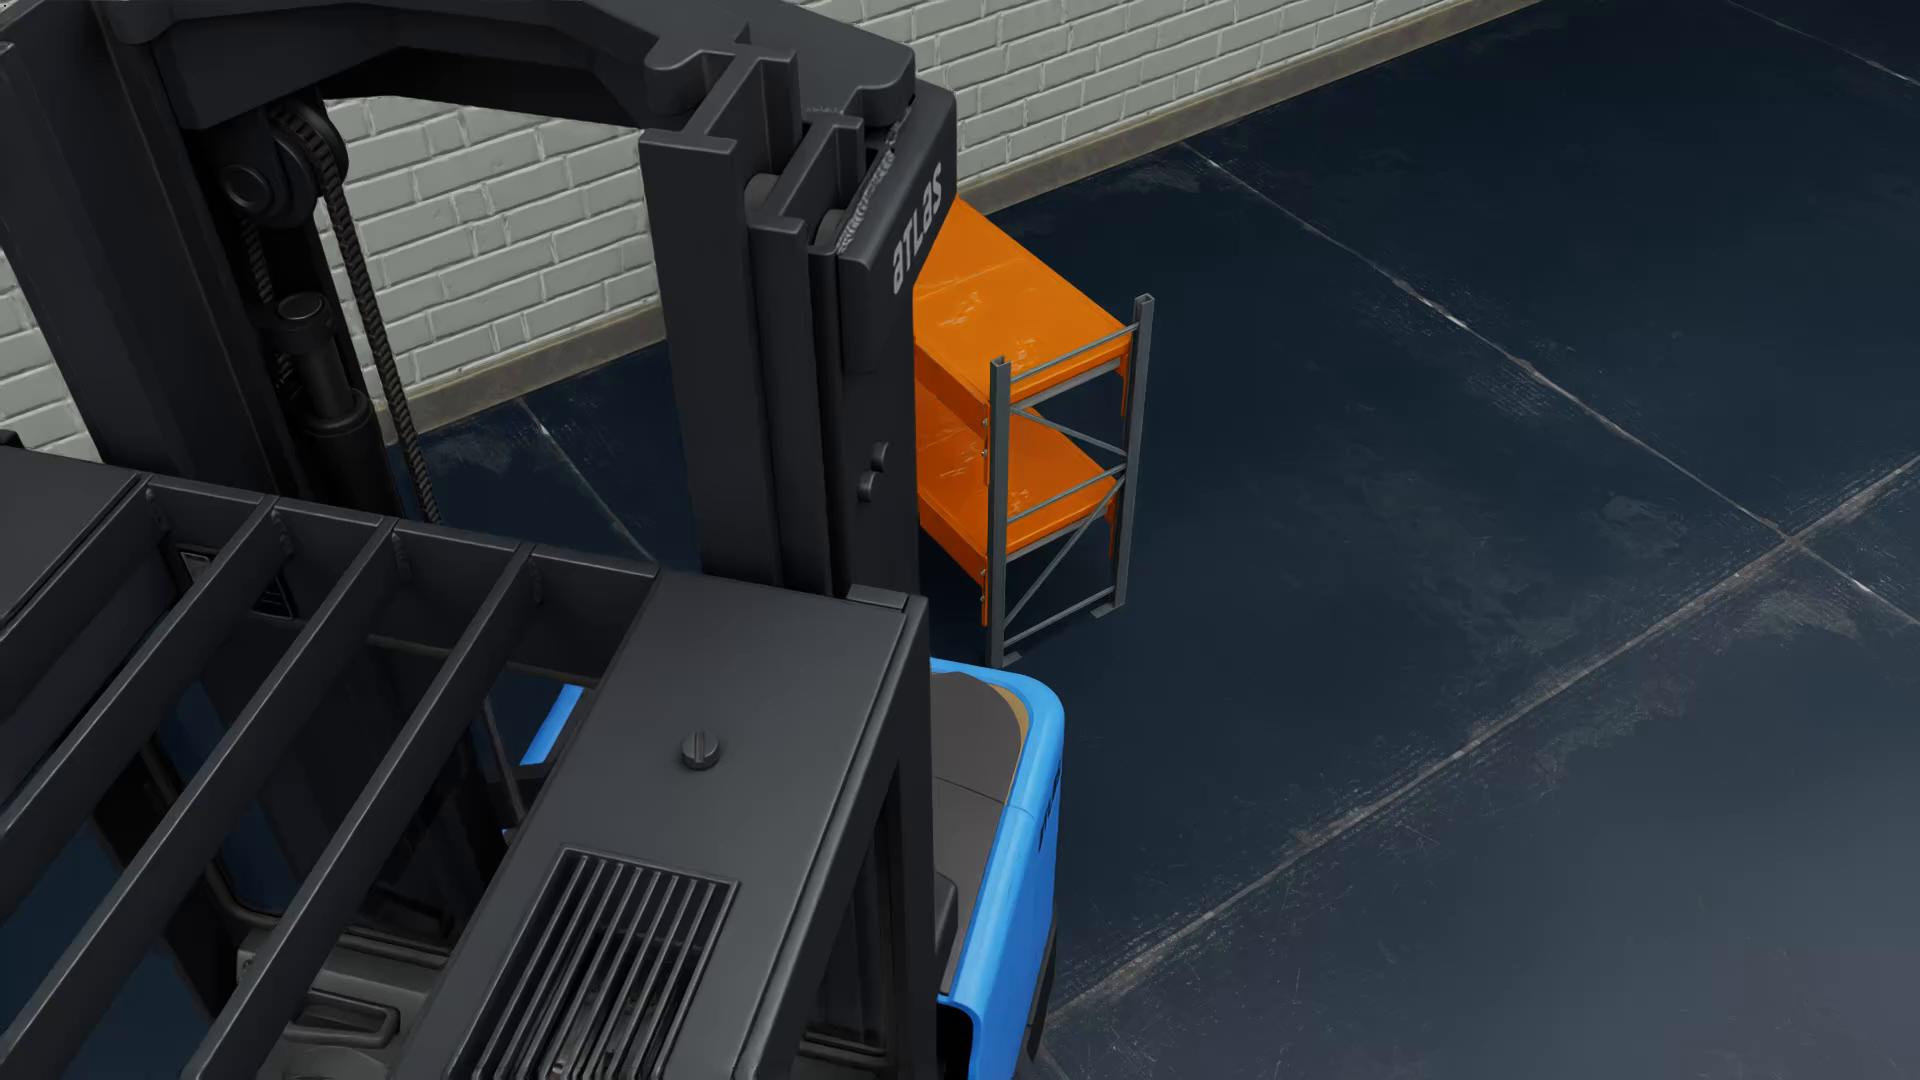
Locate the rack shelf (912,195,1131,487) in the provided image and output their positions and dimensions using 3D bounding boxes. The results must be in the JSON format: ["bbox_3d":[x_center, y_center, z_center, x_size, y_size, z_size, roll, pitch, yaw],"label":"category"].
[{"bbox_3d":[-0.004,-0.622,4.663,0.538,0.278,1.000,-26,49,-24],"label":"rack shelf"}]

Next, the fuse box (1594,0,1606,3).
[{"bbox_3d":[3.099,-3.199,7.361,0.539,1.711,0.414,-26,49,-24],"label":"fuse box"}]

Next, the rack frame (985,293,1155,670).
[{"bbox_3d":[0.287,-0.123,4.564,0.500,1.125,0.032,-26,49,-24],"label":"rack frame"}]

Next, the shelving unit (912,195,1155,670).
[{"bbox_3d":[-0.004,-0.411,4.866,0.538,1.125,1.048,-26,49,-24],"label":"shelving unit"}]

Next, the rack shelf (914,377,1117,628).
[{"bbox_3d":[-0.004,-0.234,5.034,0.538,0.278,1.000,-26,49,-24],"label":"rack shelf"}]

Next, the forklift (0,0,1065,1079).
[{"bbox_3d":[-0.629,0.910,2.174,1.130,2.935,3.031,10,45,10],"label":"forklift"}]
